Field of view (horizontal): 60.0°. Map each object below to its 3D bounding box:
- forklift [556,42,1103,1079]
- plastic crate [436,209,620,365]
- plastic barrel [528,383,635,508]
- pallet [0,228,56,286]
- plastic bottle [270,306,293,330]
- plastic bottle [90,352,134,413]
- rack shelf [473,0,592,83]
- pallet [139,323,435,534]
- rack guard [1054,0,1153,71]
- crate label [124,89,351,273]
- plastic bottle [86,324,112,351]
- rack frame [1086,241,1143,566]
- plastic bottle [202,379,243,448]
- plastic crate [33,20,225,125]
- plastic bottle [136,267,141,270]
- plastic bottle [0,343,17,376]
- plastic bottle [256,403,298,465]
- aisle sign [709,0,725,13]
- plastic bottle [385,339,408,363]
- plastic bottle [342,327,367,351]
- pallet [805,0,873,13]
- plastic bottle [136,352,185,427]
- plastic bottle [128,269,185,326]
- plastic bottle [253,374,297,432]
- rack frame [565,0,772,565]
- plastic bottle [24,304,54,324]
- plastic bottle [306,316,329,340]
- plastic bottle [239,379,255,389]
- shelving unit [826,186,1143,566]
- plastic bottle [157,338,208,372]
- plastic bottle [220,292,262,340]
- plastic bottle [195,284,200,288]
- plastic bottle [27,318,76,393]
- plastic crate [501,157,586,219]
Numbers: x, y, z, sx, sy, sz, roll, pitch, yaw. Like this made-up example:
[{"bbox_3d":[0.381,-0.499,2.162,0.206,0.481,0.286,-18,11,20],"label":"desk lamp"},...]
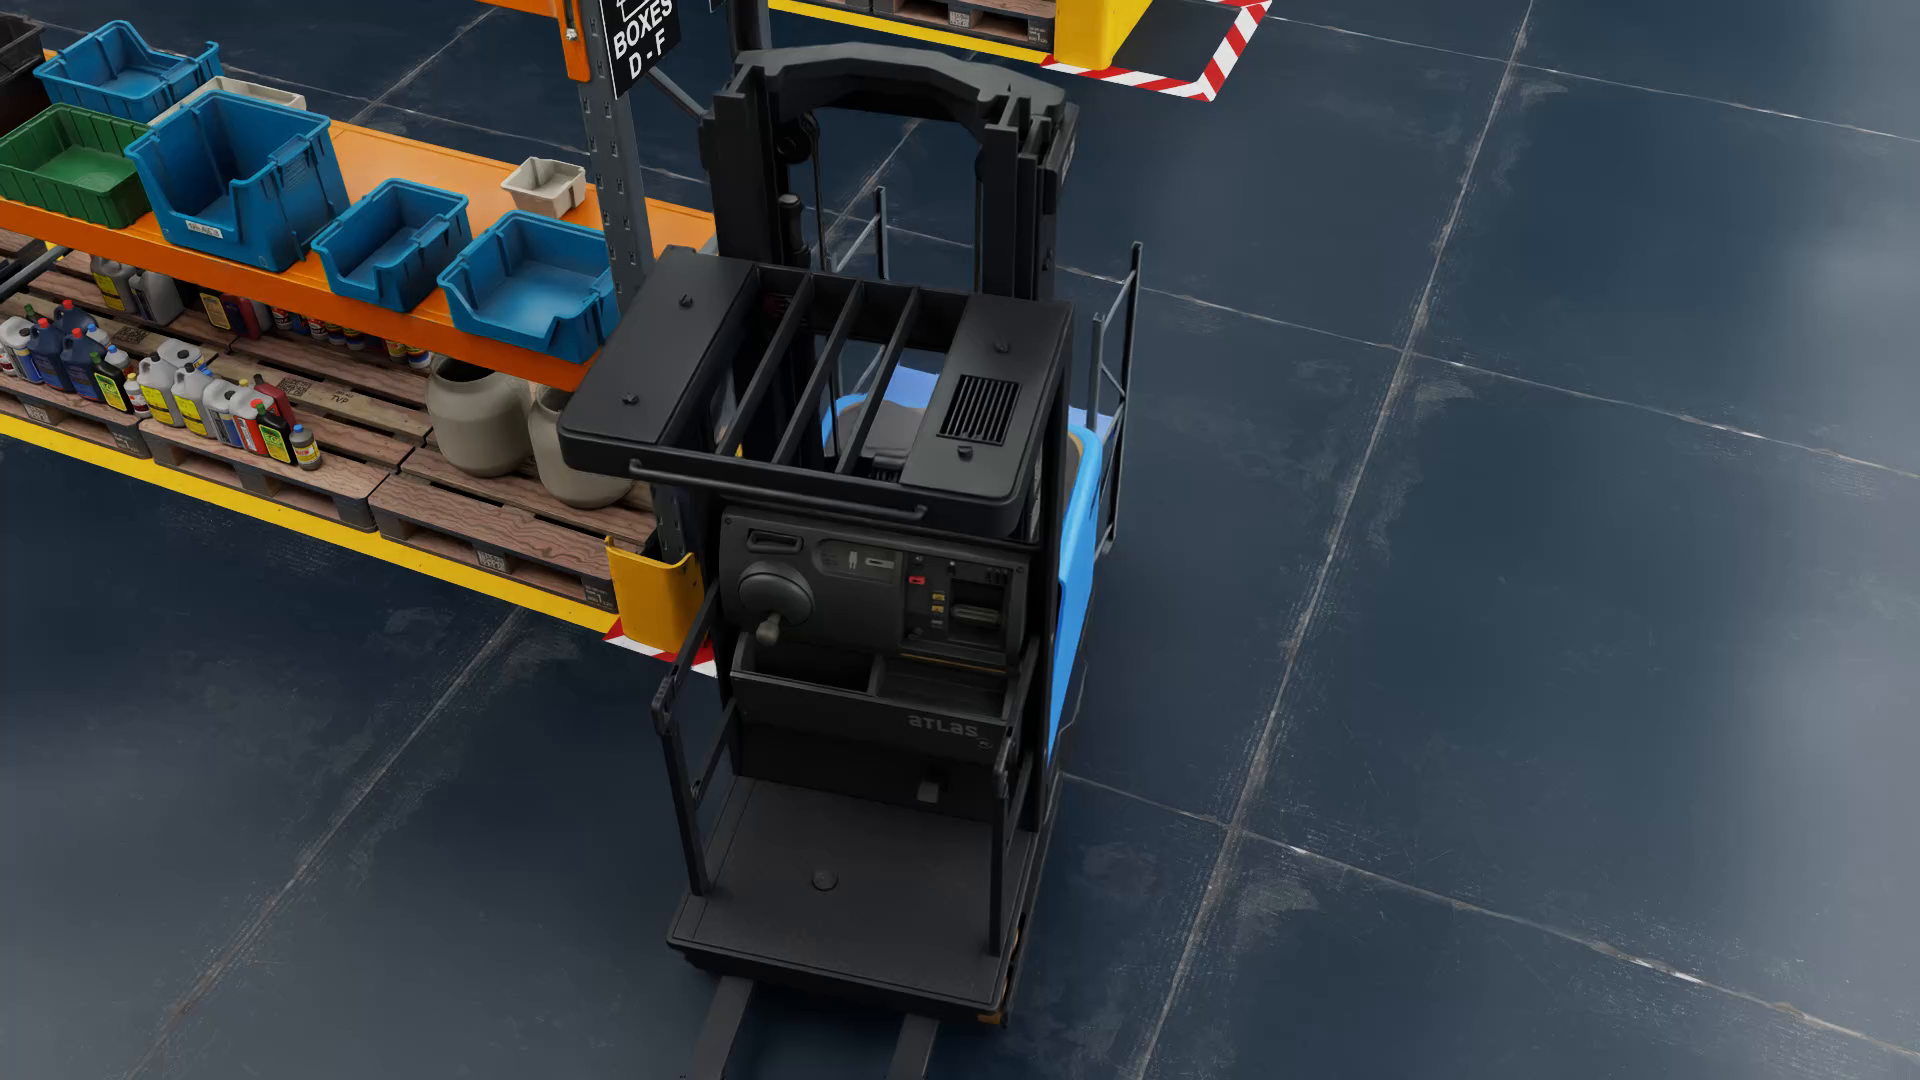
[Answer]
[{"bbox_3d":[-0.308,0.253,4.757,1.130,2.935,3.031,9,46,9],"label":"forklift"},{"bbox_3d":[-1.488,-0.913,5.985,0.616,0.251,0.499,16,47,16],"label":"plastic crate"},{"bbox_3d":[-1.548,-0.421,6.851,0.421,0.512,0.421,0,45,0],"label":"plastic barrel"},{"bbox_3d":[-5.343,-1.310,8.256,1.213,0.211,1.003,16,47,16],"label":"pallet"},{"bbox_3d":[-3.154,-1.087,7.727,0.097,0.201,0.097,0,45,0],"label":"plastic bottle"},{"bbox_3d":[-3.707,-0.691,7.271,0.133,0.283,0.061,18,48,18],"label":"plastic bottle"},{"bbox_3d":[-2.757,-2.376,5.734,4.000,0.370,1.077,16,47,16],"label":"rack shelf"},{"bbox_3d":[-2.869,-0.583,7.525,1.213,0.211,1.003,16,47,16],"label":"pallet"},{"bbox_3d":[0.925,-3.383,10.135,0.348,0.500,1.175,16,47,16],"label":"rack guard"},{"bbox_3d":[-2.714,-1.361,6.305,0.616,0.435,0.502,16,47,16],"label":"crate label"},{"bbox_3d":[-3.837,-0.850,7.439,0.097,0.271,0.097,0,45,0],"label":"plastic bottle"},{"bbox_3d":[0.561,-0.388,6.416,0.032,1.500,0.500,15,47,15],"label":"rack frame"},{"bbox_3d":[-3.125,-0.552,7.137,0.135,0.276,0.152,15,47,15],"label":"plastic bottle"},{"bbox_3d":[-3.477,-1.934,7.012,0.616,0.251,0.499,16,47,16],"label":"plastic crate"},{"bbox_3d":[-3.898,-1.341,7.876,0.185,0.351,0.144,15,47,15],"label":"plastic bottle"},{"bbox_3d":[-4.290,-0.848,7.486,0.097,0.201,0.097,0,45,0],"label":"plastic bottle"},{"bbox_3d":[-2.890,-0.451,7.029,0.133,0.283,0.061,17,47,17],"label":"plastic bottle"},{"bbox_3d":[-0.732,-2.117,5.247,0.004,0.787,0.394,16,47,16],"label":"aisle sign"},{"bbox_3d":[-2.560,-0.912,7.551,0.097,0.201,0.097,0,45,0],"label":"plastic bottle"},{"bbox_3d":[-2.781,-1.002,7.592,0.097,0.271,0.097,0,45,0],"label":"plastic bottle"},{"bbox_3d":[-0.933,-3.857,10.816,1.213,0.211,1.003,16,47,16],"label":"pallet"},{"bbox_3d":[-3.451,-0.672,7.204,0.185,0.351,0.144,16,47,16],"label":"plastic bottle"},{"bbox_3d":[-3.754,-1.159,7.746,0.135,0.276,0.152,16,47,16],"label":"plastic bottle"},{"bbox_3d":[-2.957,-0.587,7.166,0.133,0.283,0.061,16,47,16],"label":"plastic bottle"},{"bbox_3d":[-0.911,-1.025,5.992,0.127,3.000,1.000,16,47,16],"label":"rack frame"},{"bbox_3d":[-4.128,-0.932,7.512,0.133,0.283,0.061,16,47,16],"label":"plastic bottle"},{"bbox_3d":[-2.965,-1.031,7.671,0.097,0.201,0.097,0,45,0],"label":"plastic bottle"},{"bbox_3d":[-3.094,-0.612,7.250,0.097,0.201,0.097,0,45,0],"label":"plastic bottle"},{"bbox_3d":[0.087,-0.517,6.545,1.048,1.500,0.538,15,47,15],"label":"shelving unit"},{"bbox_3d":[-3.417,-0.749,7.334,0.135,0.276,0.152,16,47,16],"label":"plastic bottle"},{"bbox_3d":[-3.314,-1.061,7.642,0.133,0.283,0.061,16,47,16],"label":"plastic bottle"},{"bbox_3d":[-3.554,-1.247,7.830,0.133,0.283,0.061,19,48,18],"label":"plastic bottle"},{"bbox_3d":[-4.018,-0.839,7.371,0.185,0.351,0.144,18,47,17],"label":"plastic bottle"},{"bbox_3d":[-1.613,-1.384,6.540,0.250,0.136,0.298,16,47,16],"label":"plastic crate"}]
